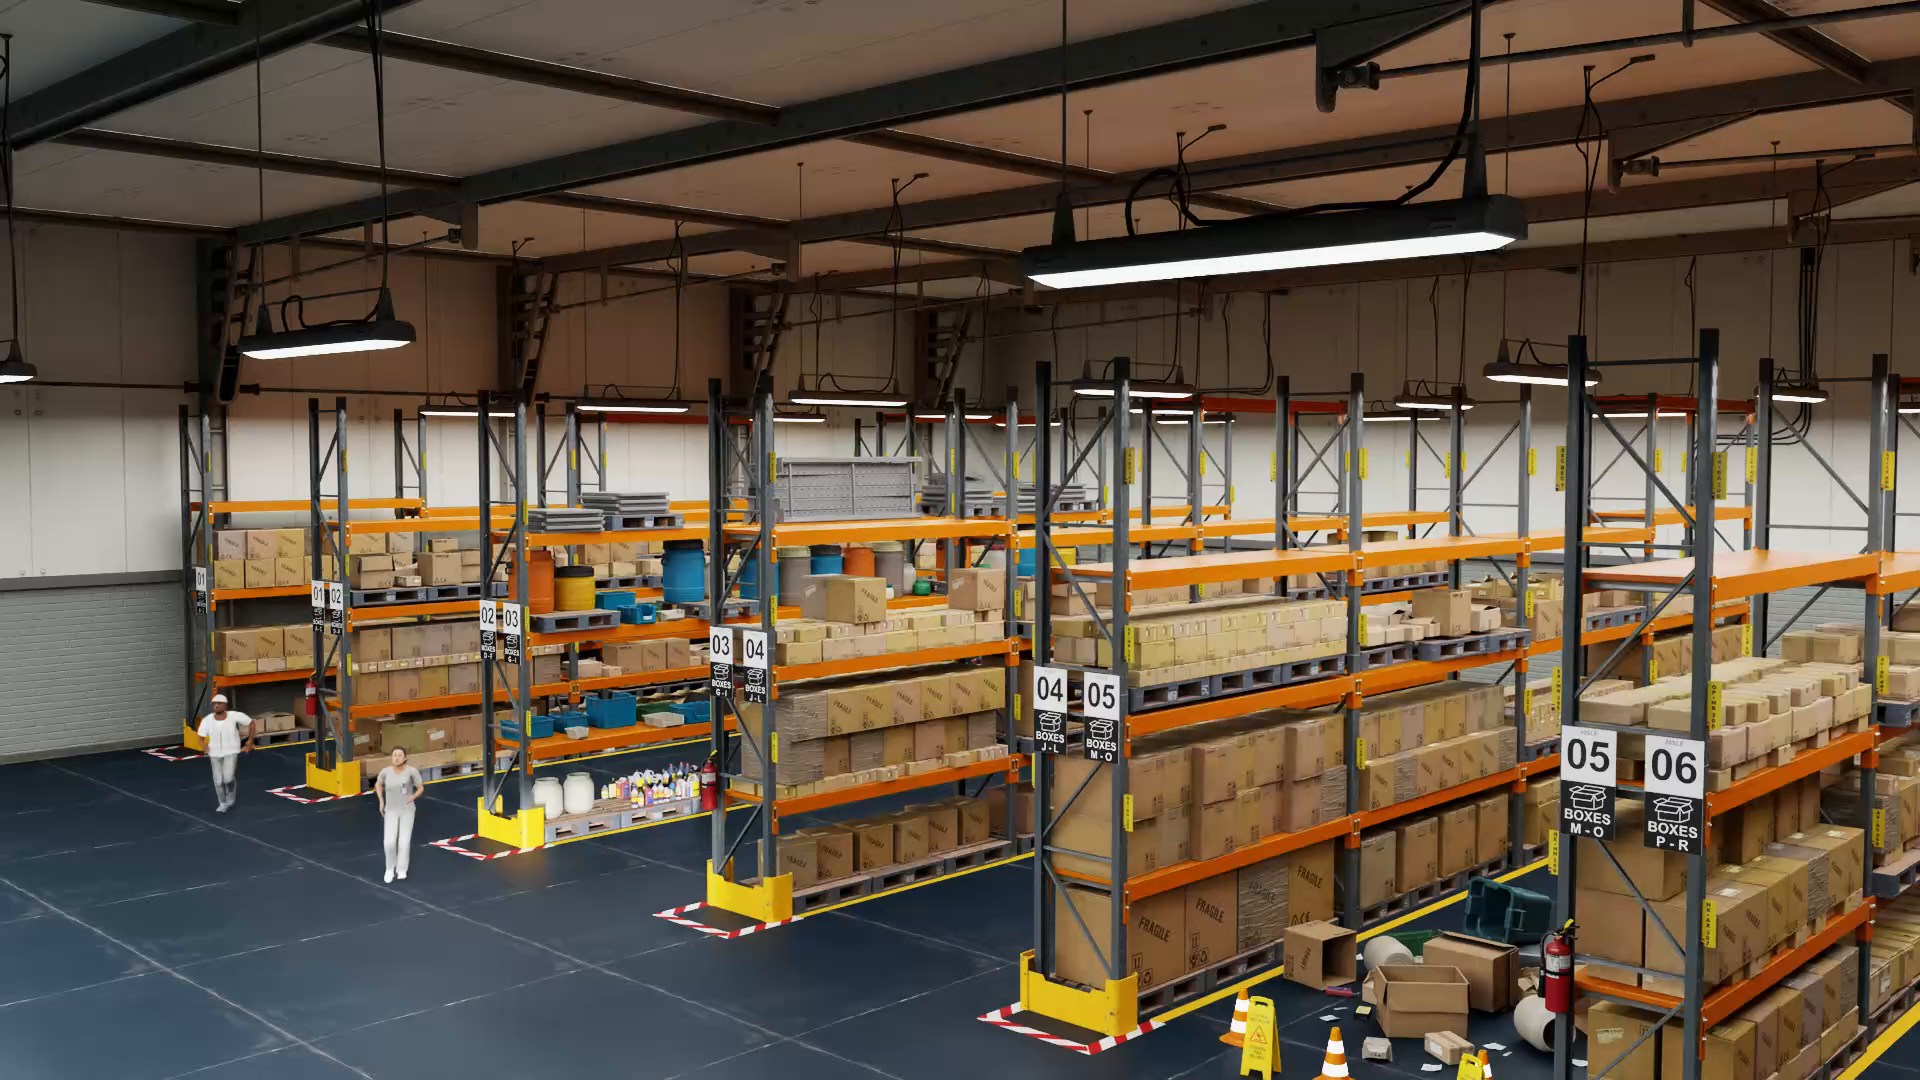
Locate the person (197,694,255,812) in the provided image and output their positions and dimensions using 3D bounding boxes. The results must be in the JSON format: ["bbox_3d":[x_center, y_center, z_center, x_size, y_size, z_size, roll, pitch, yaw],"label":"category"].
[{"bbox_3d":[-10.471,3.049,23.686,0.734,1.714,0.729,0,3,-9],"label":"person"}]

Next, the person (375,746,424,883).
[{"bbox_3d":[-6.716,3.281,19.932,0.569,1.647,0.642,-1,3,-15],"label":"person"}]
